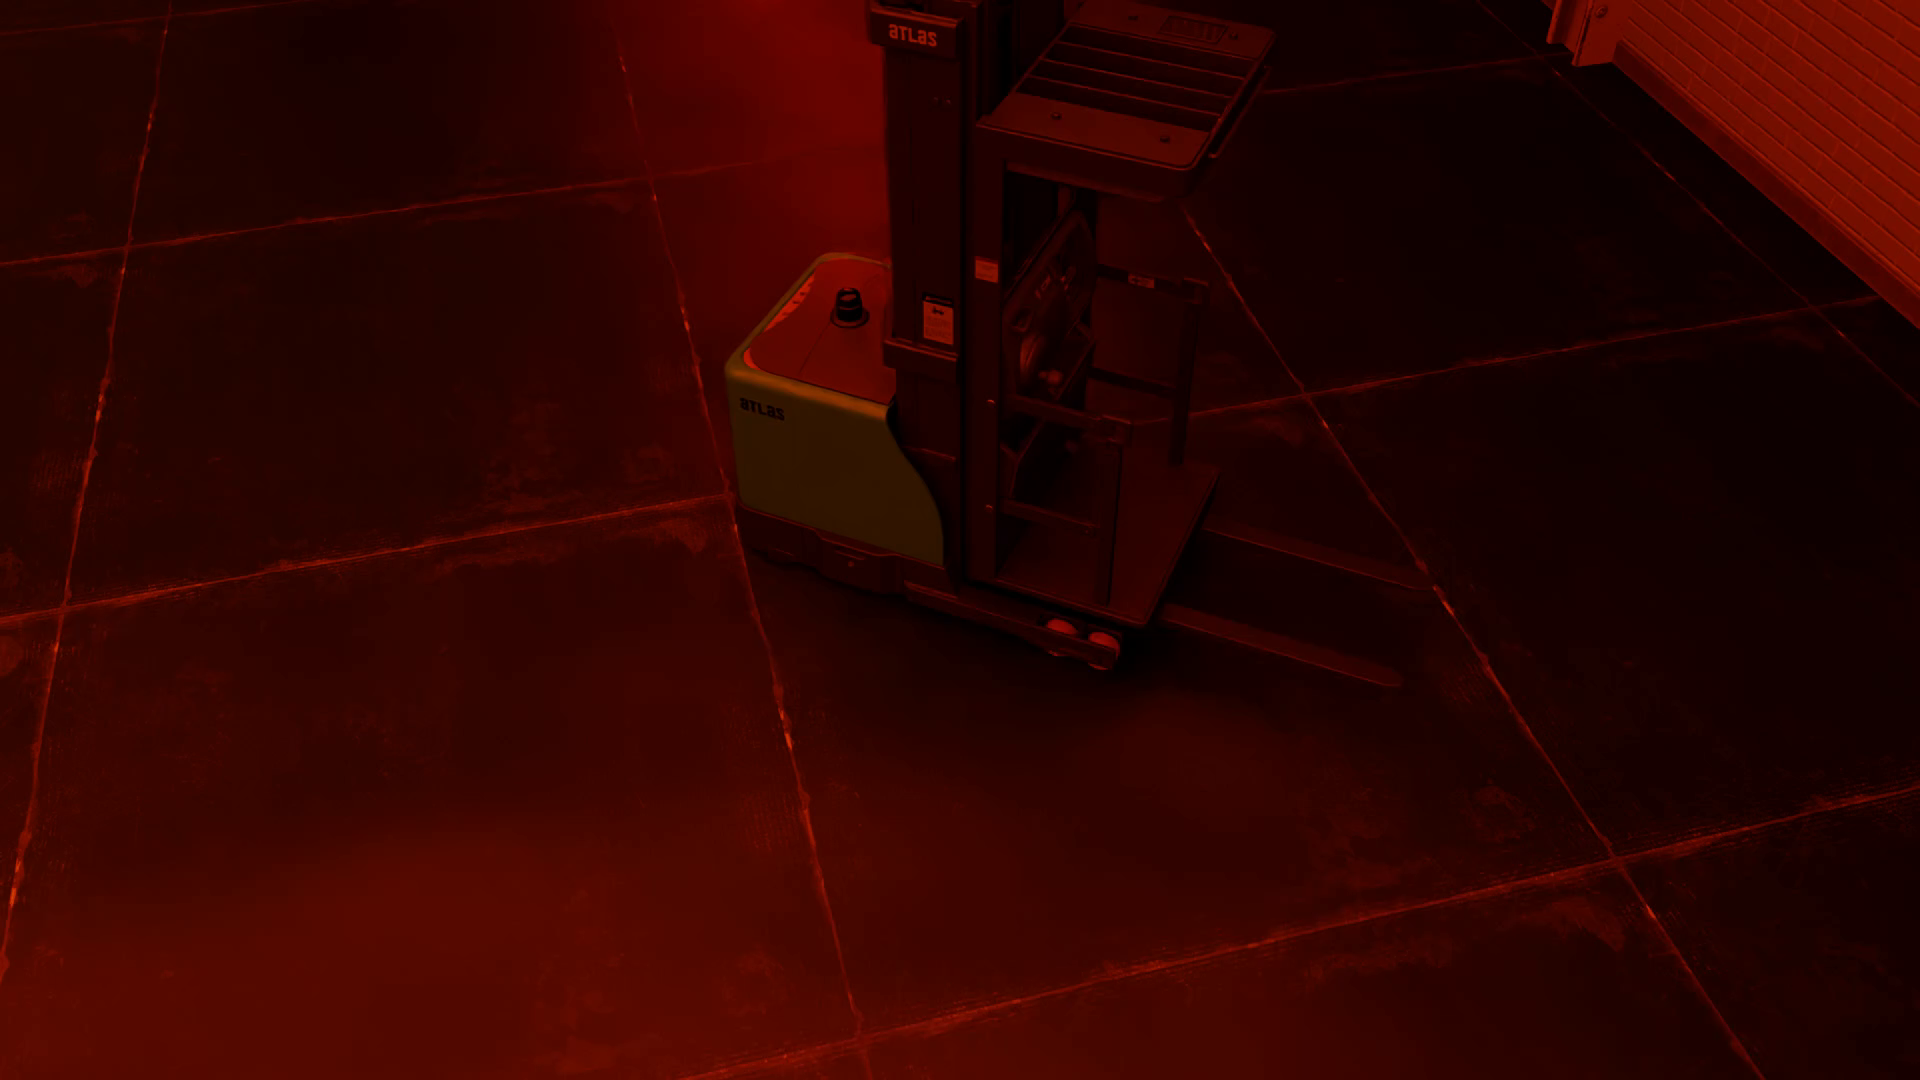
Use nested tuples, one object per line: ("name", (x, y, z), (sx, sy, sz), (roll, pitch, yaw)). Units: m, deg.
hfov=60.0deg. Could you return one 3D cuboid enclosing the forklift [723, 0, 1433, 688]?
("forklift", (0.547, -0.923, 6.621), (3.031, 2.935, 1.130), (17, 46, 17))
